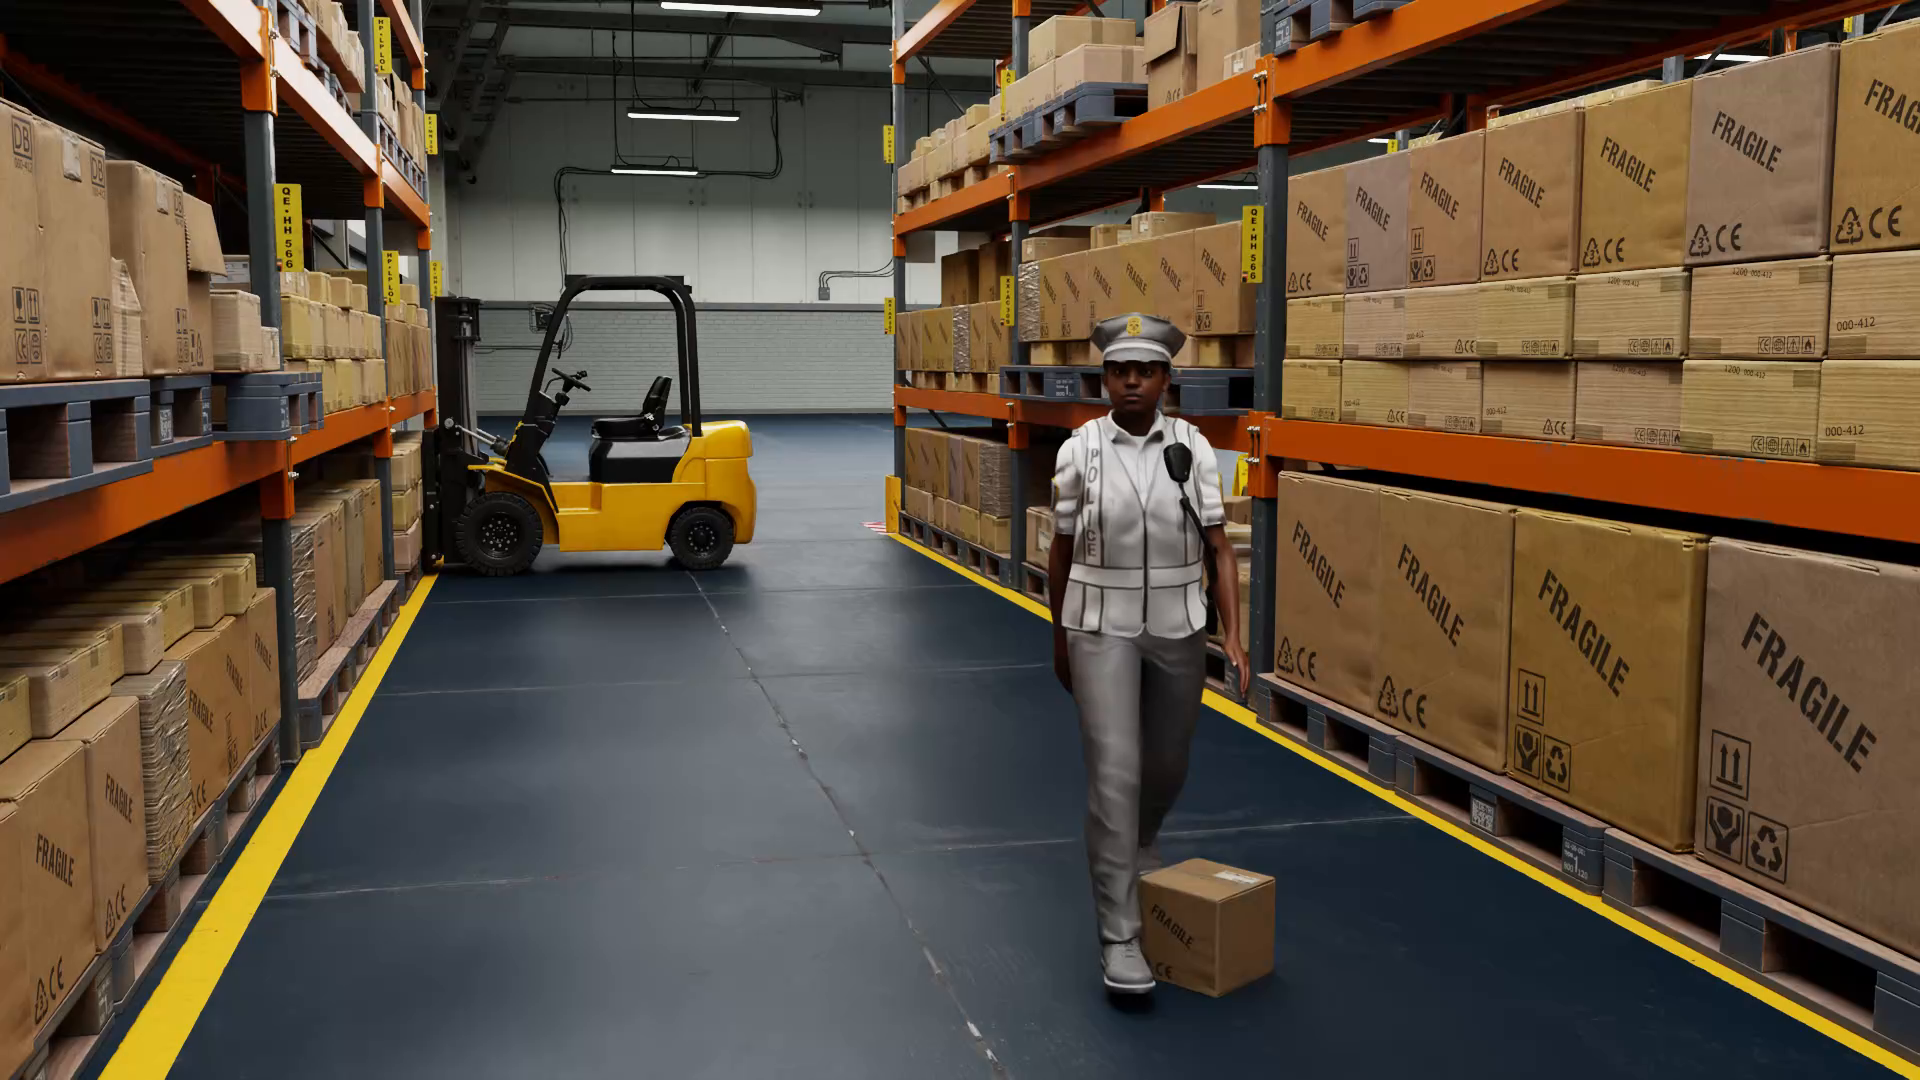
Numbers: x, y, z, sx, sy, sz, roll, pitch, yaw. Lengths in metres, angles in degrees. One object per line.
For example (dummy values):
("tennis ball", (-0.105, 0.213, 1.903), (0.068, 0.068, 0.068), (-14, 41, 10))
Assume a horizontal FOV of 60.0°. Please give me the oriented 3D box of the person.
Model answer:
("person", (0.474, 0.232, 4.350), (0.466, 1.637, 0.984), (-1, 6, -5))
